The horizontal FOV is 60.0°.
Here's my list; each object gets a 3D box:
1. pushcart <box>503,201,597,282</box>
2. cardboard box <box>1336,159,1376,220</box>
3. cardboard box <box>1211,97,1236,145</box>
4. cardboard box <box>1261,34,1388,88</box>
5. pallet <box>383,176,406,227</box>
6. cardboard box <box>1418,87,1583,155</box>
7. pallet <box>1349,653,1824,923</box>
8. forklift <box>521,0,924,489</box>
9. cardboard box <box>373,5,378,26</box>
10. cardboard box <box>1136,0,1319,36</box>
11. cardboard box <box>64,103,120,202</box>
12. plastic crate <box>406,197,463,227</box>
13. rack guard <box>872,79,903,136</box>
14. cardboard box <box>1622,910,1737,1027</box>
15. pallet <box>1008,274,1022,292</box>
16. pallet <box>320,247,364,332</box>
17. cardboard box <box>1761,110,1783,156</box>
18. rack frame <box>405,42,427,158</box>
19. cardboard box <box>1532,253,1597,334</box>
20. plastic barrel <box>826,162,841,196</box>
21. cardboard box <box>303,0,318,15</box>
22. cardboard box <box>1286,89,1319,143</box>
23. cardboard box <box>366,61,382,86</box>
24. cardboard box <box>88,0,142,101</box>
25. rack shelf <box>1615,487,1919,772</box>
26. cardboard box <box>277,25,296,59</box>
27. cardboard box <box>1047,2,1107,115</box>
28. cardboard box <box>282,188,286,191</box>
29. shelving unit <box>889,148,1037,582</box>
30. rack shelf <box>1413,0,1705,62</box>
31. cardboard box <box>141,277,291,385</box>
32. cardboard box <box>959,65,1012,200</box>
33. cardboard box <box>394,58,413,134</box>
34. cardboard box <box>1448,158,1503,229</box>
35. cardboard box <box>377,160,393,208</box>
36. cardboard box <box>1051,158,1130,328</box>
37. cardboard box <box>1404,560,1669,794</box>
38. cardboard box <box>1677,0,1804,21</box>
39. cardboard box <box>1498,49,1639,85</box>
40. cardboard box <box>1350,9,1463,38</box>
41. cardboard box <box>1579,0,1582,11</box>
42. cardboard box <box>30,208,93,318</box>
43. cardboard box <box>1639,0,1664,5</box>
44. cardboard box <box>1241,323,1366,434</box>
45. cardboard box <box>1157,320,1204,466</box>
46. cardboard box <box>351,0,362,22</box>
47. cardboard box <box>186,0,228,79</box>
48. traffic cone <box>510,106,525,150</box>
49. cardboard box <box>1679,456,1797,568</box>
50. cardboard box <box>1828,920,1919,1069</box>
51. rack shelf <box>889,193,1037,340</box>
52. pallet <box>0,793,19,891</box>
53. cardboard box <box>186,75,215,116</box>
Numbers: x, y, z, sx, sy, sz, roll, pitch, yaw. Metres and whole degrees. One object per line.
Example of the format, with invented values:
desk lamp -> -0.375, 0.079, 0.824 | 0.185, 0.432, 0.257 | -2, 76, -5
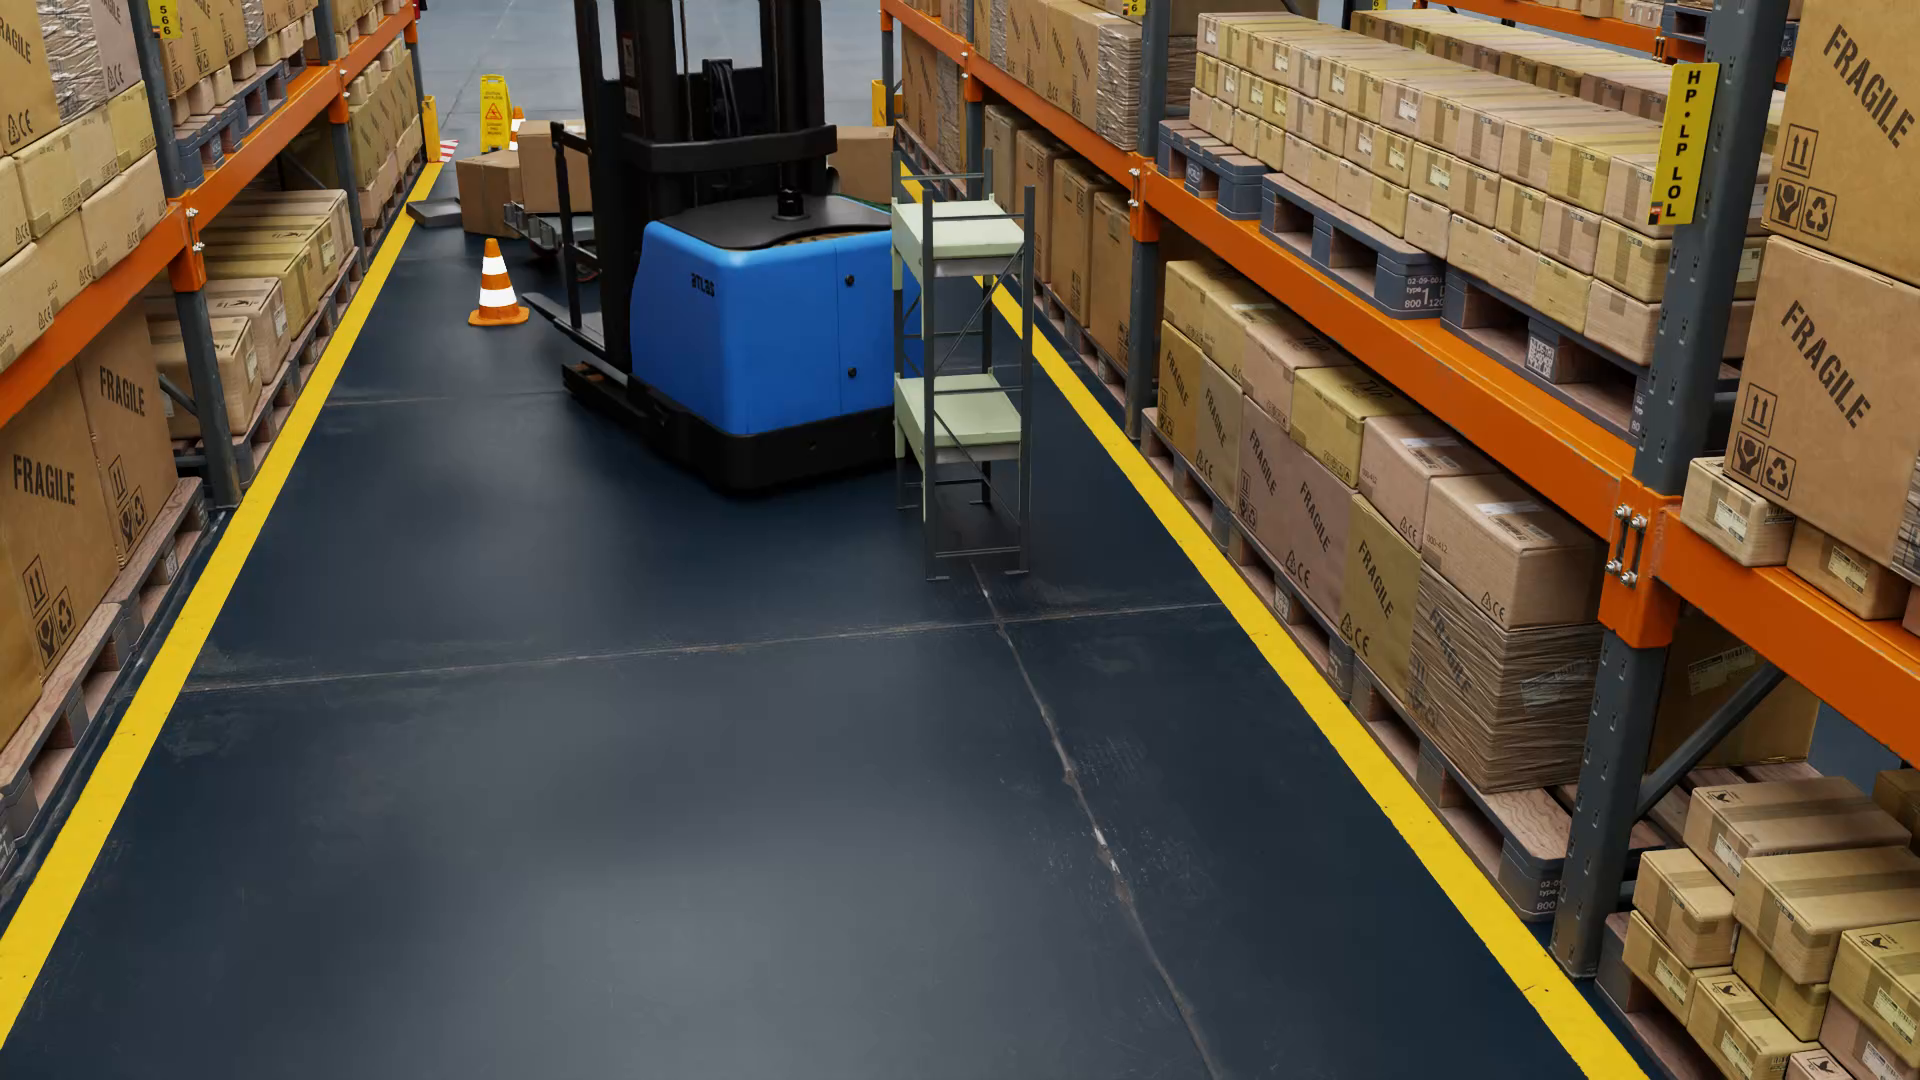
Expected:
pushcart -> -2.069, -2.048, 10.967 | 1.648, 0.377, 0.936 | -13, 27, -28
cardboard box -> 1.464, -1.156, 5.439 | 0.380, 0.149, 0.250 | -5, 24, -11
cardboard box -> 1.219, -1.675, 6.626 | 0.380, 0.149, 0.250 | -3, 24, -7
cardboard box -> 1.322, -1.741, 6.034 | 0.380, 0.149, 0.250 | -5, 24, -12
pallet -> -4.688, -2.525, 12.269 | 1.003, 0.211, 1.213 | -4, 24, -10
cardboard box -> 1.572, -1.221, 4.845 | 0.380, 0.149, 0.250 | -5, 24, -11
pallet -> 1.879, 0.651, 4.995 | 1.003, 0.211, 1.213 | -4, 24, -10
forklift -> -1.351, -2.096, 7.886 | 1.130, 2.935, 3.031 | -15, 28, -31
cardboard box -> -4.345, -3.694, 11.775 | 0.380, 0.149, 0.250 | -4, 24, -10
cardboard box -> 1.212, -2.575, 7.524 | 0.700, 0.500, 0.500 | -4, 24, -10
cardboard box -> -3.123, -1.275, 5.484 | 0.500, 0.250, 0.500 | -5, 24, -11
plastic crate -> -3.785, -2.401, 12.148 | 0.402, 0.080, 0.583 | -13, 27, -28
rack guard -> -0.199, -3.904, 15.065 | 1.175, 0.500, 0.348 | -4, 24, -10
cardboard box -> 1.777, 0.961, 3.840 | 0.380, 0.149, 0.250 | -5, 24, -12
pallet -> 0.762, -1.891, 10.817 | 1.003, 0.211, 1.213 | -4, 24, -10
pallet -> -4.155, -1.477, 9.868 | 1.003, 0.211, 1.213 | -4, 24, -10
cardboard box -> 2.302, -1.070, 4.497 | 0.380, 0.149, 0.250 | -4, 24, -9
rack frame -> -5.040, -4.634, 13.613 | 1.000, 3.000, 0.127 | -4, 24, -10
cardboard box -> 1.708, -0.641, 4.260 | 0.380, 0.149, 0.250 | -4, 24, -9
plastic barrel -> -1.172, -2.619, 12.218 | 0.512, 0.421, 0.421 | 13, 27, 27
cardboard box -> -3.989, -3.271, 9.470 | 0.500, 0.500, 0.500 | -5, 24, -11
cardboard box -> 1.374, -1.494, 5.840 | 0.380, 0.149, 0.250 | -4, 24, -10
cardboard box -> -4.258, -3.248, 11.601 | 0.380, 0.149, 0.250 | -3, 24, -7
cardboard box -> -3.208, -1.808, 5.767 | 0.500, 0.500, 0.500 | -5, 24, -11
rack shelf -> 2.395, 0.796, 2.078 | 1.077, 0.370, 4.000 | -4, 24, -10
cardboard box -> -3.769, -2.653, 8.865 | 0.380, 0.149, 0.250 | -4, 24, -9
cardboard box -> 0.755, -2.490, 8.578 | 0.500, 0.500, 0.500 | -5, 24, -11
cardboard box -> -4.674, -2.206, 10.964 | 0.500, 0.250, 0.500 | -3, 24, -7
shelving unit -> -0.001, -0.690, 6.456 | 0.431, 1.500, 0.755 | -4, 24, -10
rack shelf -> 5.069, -4.251, 13.635 | 1.077, 0.370, 4.000 | -4, 24, -10
cardboard box -> -3.800, -0.988, 8.024 | 0.950, 0.372, 0.625 | -5, 24, -11
cardboard box -> 0.498, -2.938, 11.860 | 0.875, 0.875, 0.875 | -4, 24, -9
cardboard box -> -4.536, -3.409, 12.783 | 0.500, 0.500, 0.500 | -3, 24, -8
cardboard box -> 1.609, -0.984, 4.674 | 0.380, 0.149, 0.250 | -5, 24, -11
cardboard box -> -4.254, -2.455, 11.533 | 0.500, 0.250, 0.500 | -3, 24, -7
cardboard box -> 1.096, -1.645, 9.055 | 1.050, 0.750, 0.750 | -4, 24, -9
cardboard box -> 1.640, 0.360, 4.776 | 0.500, 0.500, 0.500 | -5, 24, -11
cardboard box -> 5.448, -3.939, 10.747 | 1.000, 1.000, 1.000 | -4, 24, -9
cardboard box -> 2.063, -1.576, 5.657 | 0.380, 0.149, 0.250 | -3, 24, -7
cardboard box -> 1.826, -2.085, 6.822 | 0.380, 0.149, 0.250 | -5, 24, -12
cardboard box -> 5.014, -4.142, 12.800 | 0.380, 0.149, 0.250 | -4, 24, -10
cardboard box -> -3.025, -0.840, 5.113 | 0.500, 0.250, 0.500 | -5, 24, -10
cardboard box -> 5.416, -4.158, 12.026 | 0.875, 0.500, 0.500 | -4, 24, -10
cardboard box -> 1.348, -0.600, 6.038 | 0.500, 0.250, 0.500 | -4, 24, -9
cardboard box -> 1.165, -0.644, 7.074 | 0.500, 0.500, 0.500 | -5, 24, -12
cardboard box -> -4.224, -3.632, 10.823 | 0.500, 0.500, 0.500 | -4, 24, -10
cardboard box -> -3.520, -2.261, 7.157 | 0.500, 0.500, 0.500 | -3, 24, -7
traffic cone -> -3.693, -3.398, 13.952 | 0.336, 0.463, 0.334 | -4, 24, -10
cardboard box -> 1.756, -0.070, 3.475 | 0.380, 0.149, 0.250 | -3, 24, -8
cardboard box -> 1.973, 0.880, 3.280 | 0.380, 0.149, 0.250 | -5, 24, -10
rack shelf -> -0.001, -1.048, 6.300 | 0.431, 0.370, 0.720 | -4, 24, -10
pallet -> -3.038, 1.066, 4.046 | 1.003, 0.211, 1.213 | -4, 24, -10
cardboard box -> -3.463, -1.931, 7.213 | 0.380, 0.149, 0.250 | -6, 24, -13
